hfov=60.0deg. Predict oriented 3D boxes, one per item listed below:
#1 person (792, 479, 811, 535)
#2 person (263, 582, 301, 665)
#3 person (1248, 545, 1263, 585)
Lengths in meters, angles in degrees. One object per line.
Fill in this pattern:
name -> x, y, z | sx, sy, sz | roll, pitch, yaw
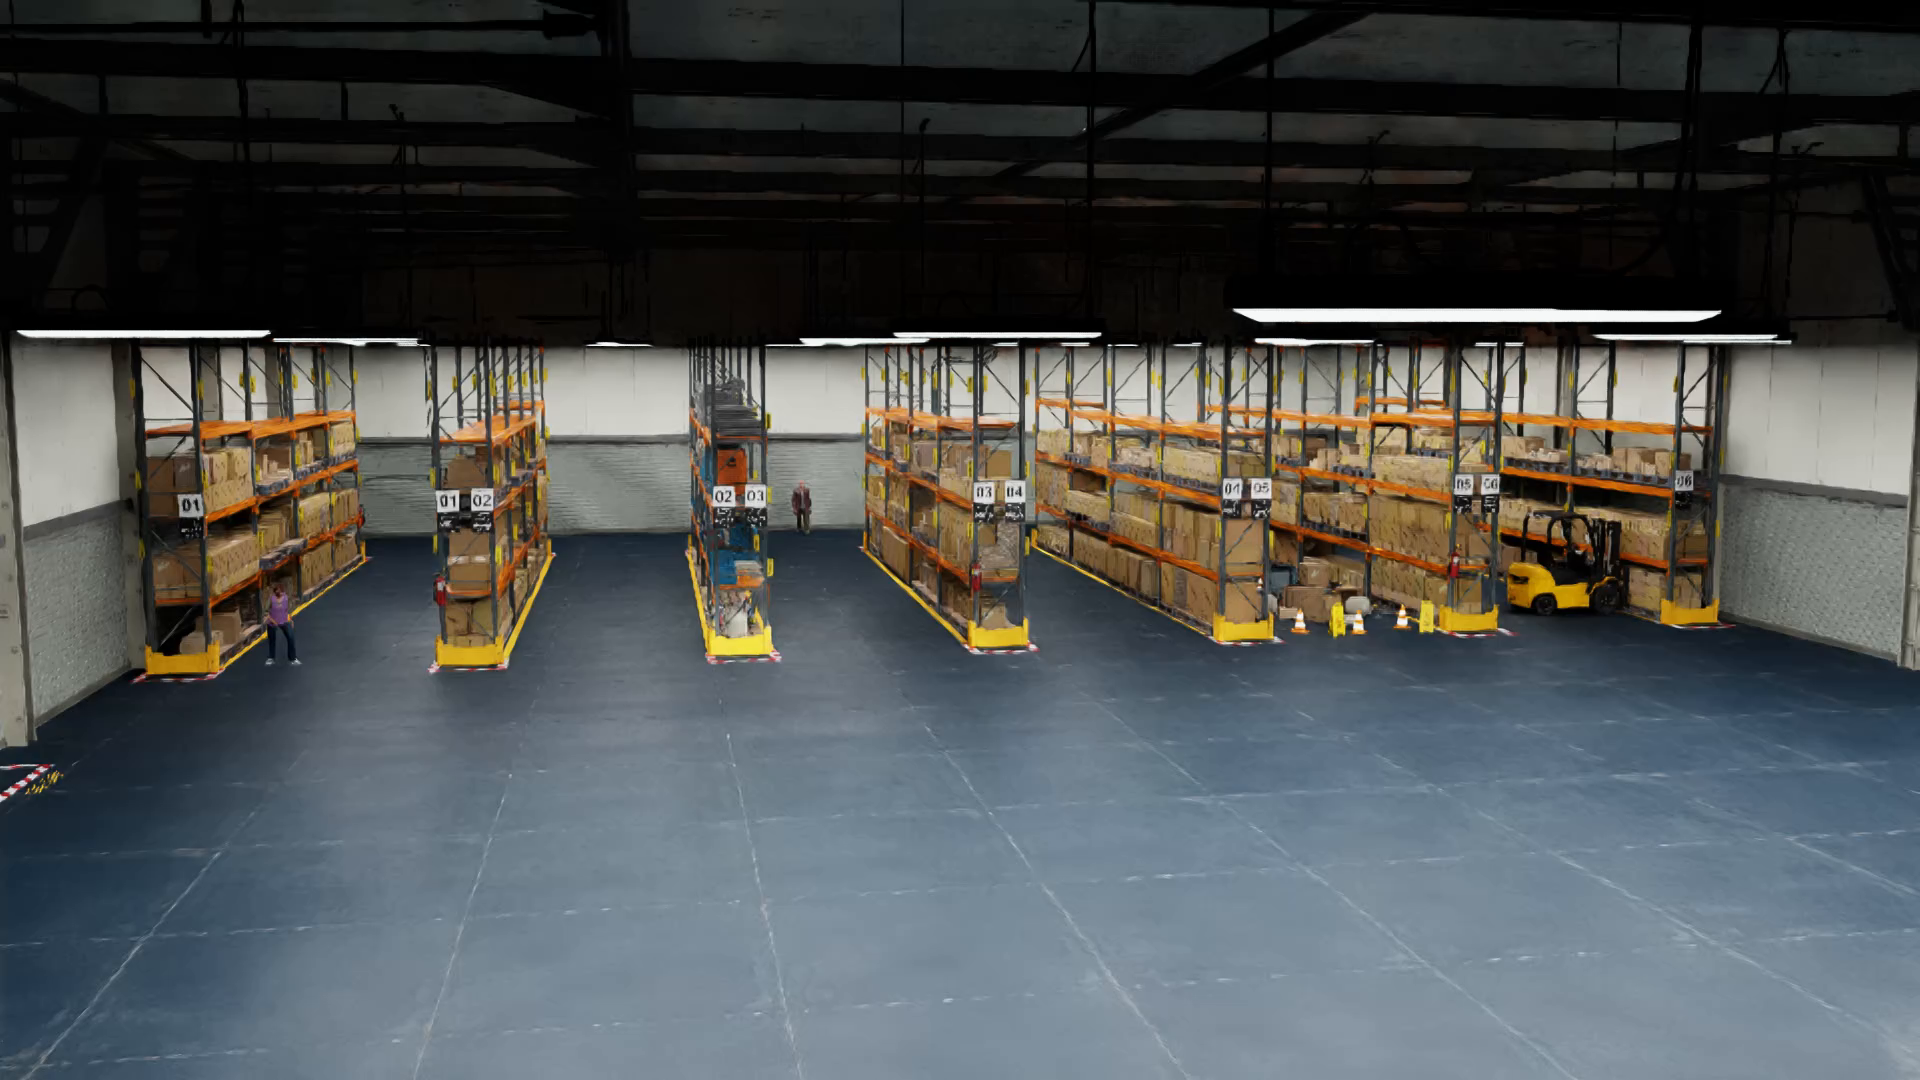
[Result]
person -> -4.902, -1.040, 51.523 | 0.598, 1.698, 1.193 | -1, 7, -8
person -> -12.320, 1.509, 30.123 | 0.574, 1.535, 0.749 | -4, 8, -30
person -> 7.173, 0.235, 40.587 | 0.537, 1.665, 0.572 | 2, 7, 16
